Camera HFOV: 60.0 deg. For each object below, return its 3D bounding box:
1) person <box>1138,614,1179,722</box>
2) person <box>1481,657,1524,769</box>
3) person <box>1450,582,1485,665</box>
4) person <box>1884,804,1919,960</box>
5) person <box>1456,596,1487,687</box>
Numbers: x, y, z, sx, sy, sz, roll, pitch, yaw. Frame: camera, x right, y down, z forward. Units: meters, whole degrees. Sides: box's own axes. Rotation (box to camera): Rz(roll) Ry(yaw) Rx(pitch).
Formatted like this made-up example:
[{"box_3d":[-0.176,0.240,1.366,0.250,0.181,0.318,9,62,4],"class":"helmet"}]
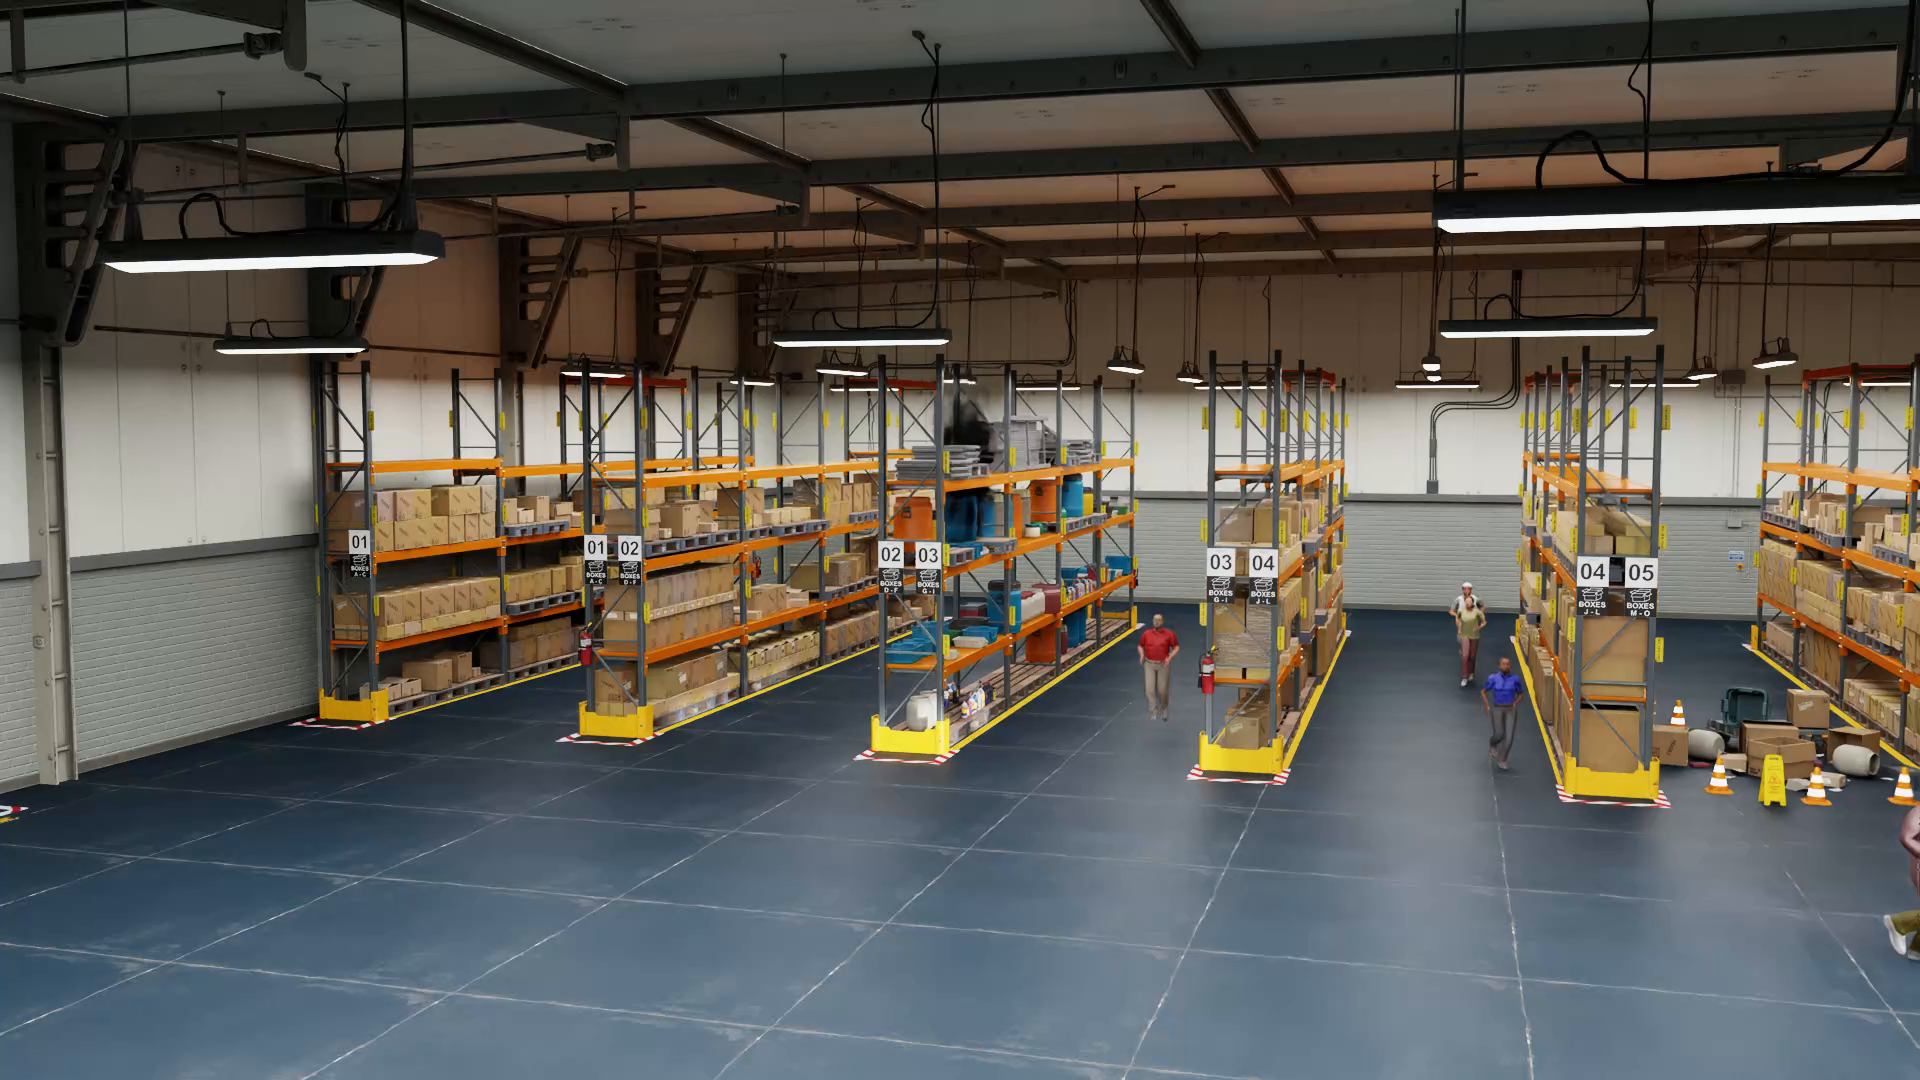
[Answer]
[{"box_3d":[3.099,2.014,26.134,0.661,1.710,0.577,1,4,17],"class":"person"},{"box_3d":[7.843,2.490,23.996,0.574,1.612,0.558,0,4,7],"class":"person"},{"box_3d":[10.101,1.735,33.132,0.668,1.790,0.997,1,4,17],"class":"person"},{"box_3d":[8.920,3.038,15.334,0.694,1.730,0.632,-4,6,-42],"class":"person"},{"box_3d":[9.737,1.898,31.691,0.572,1.702,0.840,1,4,19],"class":"person"}]
